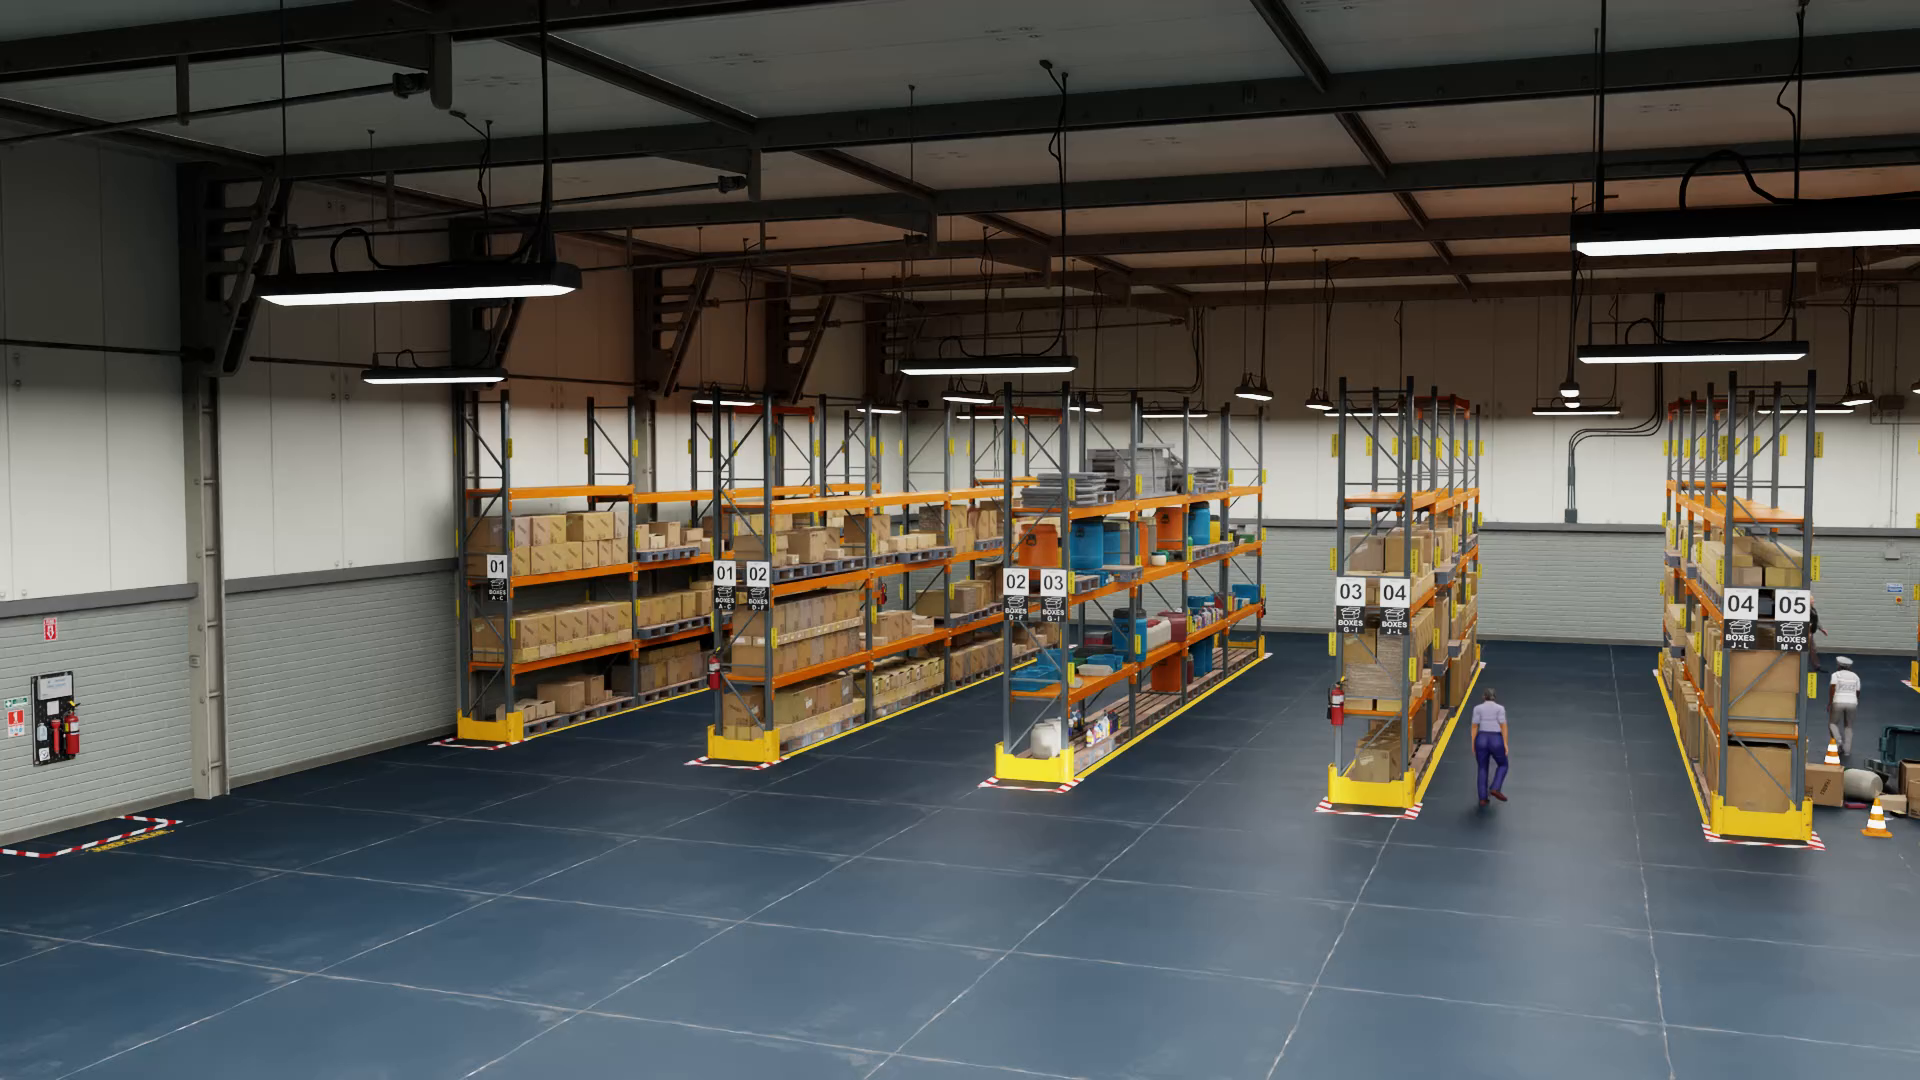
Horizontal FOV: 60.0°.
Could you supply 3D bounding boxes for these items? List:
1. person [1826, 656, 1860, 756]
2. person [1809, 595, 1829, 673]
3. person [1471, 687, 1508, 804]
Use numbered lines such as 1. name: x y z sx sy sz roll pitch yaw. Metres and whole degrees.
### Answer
1. person: 14.508 2.716 27.320 0.502 1.577 0.698 1 3 23
2. person: 19.084 2.092 37.315 0.814 1.704 0.557 3 4 45
3. person: 7.461 2.886 23.407 0.520 1.636 0.458 2 4 33
